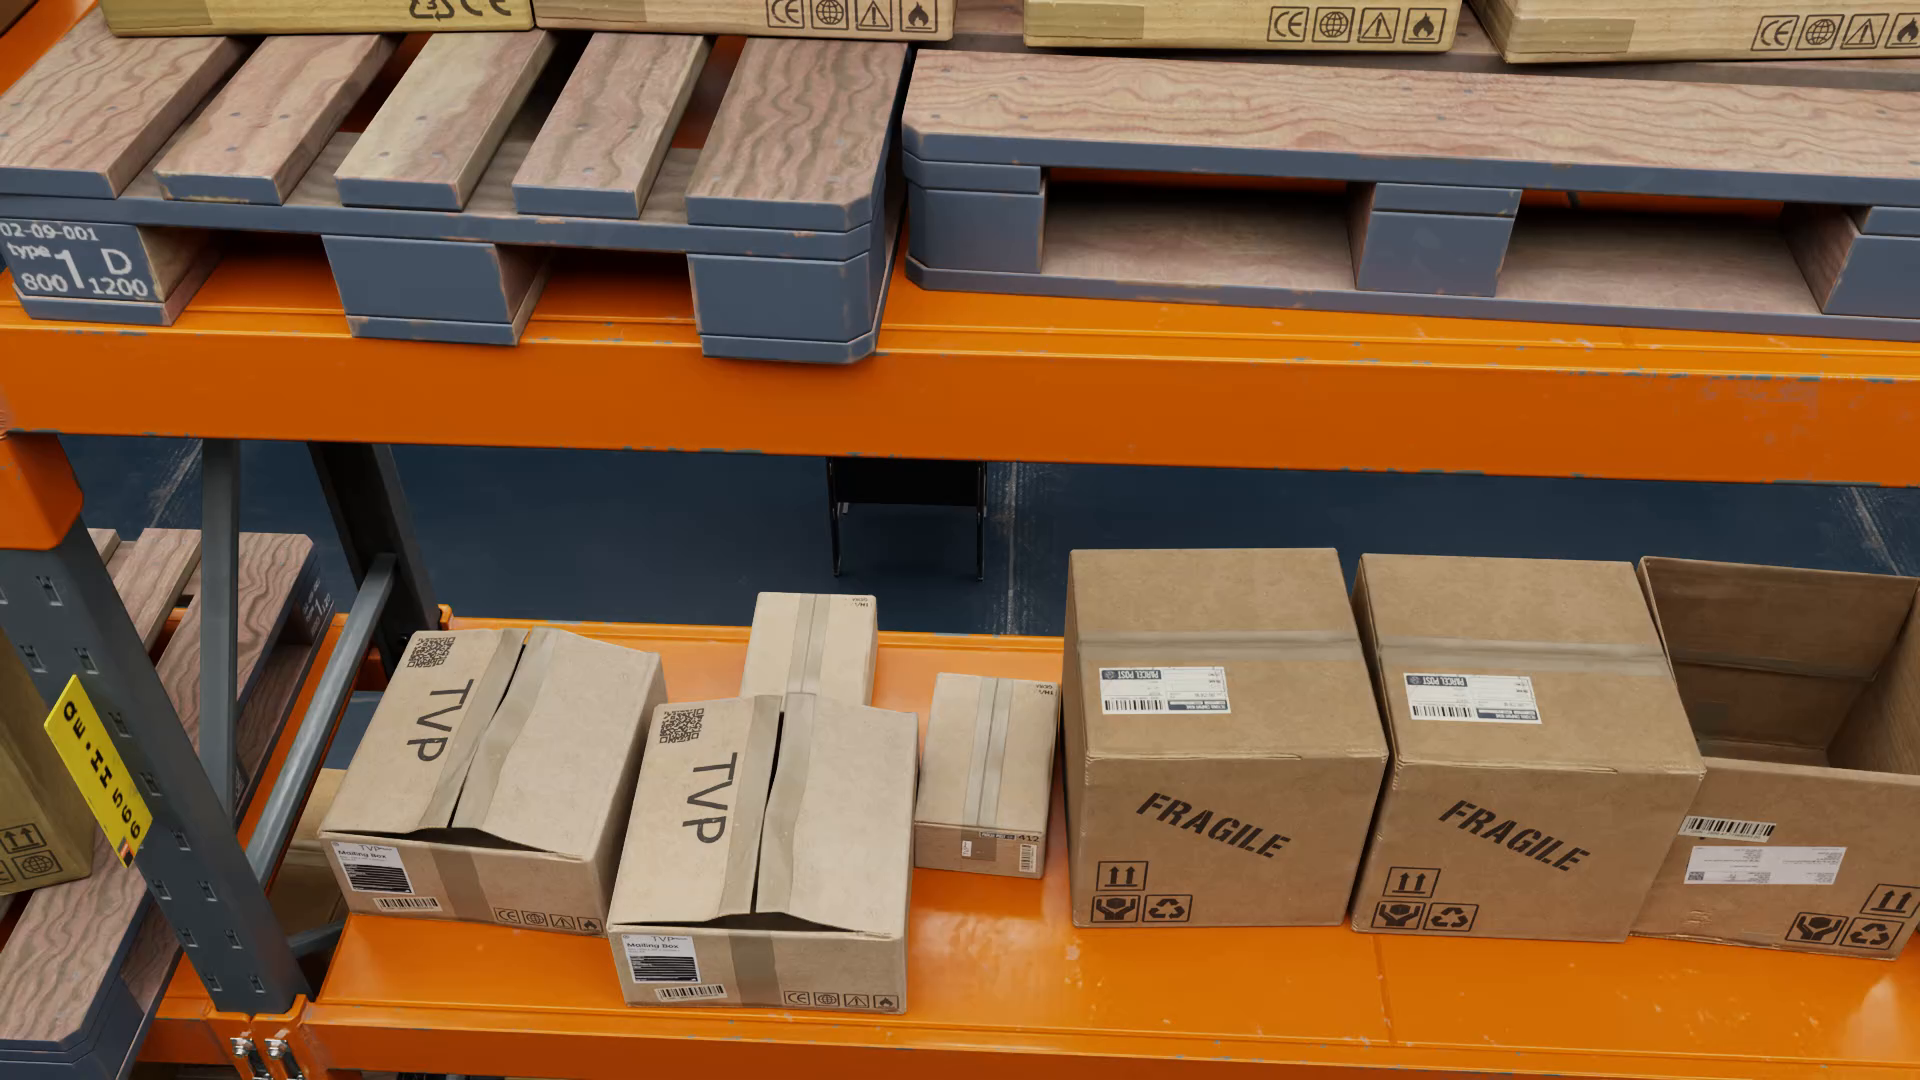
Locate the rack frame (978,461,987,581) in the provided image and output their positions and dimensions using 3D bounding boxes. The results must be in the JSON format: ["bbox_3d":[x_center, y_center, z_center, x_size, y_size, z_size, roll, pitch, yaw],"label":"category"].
[{"bbox_3d":[0.078,-0.766,5.032,0.015,2.100,0.400,2,43,2],"label":"rack frame"}]

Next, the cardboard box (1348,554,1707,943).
[{"bbox_3d":[0.982,0.381,3.067,0.500,0.500,0.500,2,43,2],"label":"cardboard box"}]

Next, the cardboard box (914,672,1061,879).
[{"bbox_3d":[0.055,0.454,3.246,0.250,0.149,0.380,5,43,5],"label":"cardboard box"}]

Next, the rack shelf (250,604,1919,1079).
[{"bbox_3d":[0.777,0.686,3.341,4.000,0.370,1.077,2,43,2],"label":"rack shelf"}]

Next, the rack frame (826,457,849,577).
[{"bbox_3d":[-0.409,-0.781,5.048,0.015,2.100,0.400,2,43,2],"label":"rack frame"}]

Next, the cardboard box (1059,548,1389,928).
[{"bbox_3d":[0.456,0.365,3.084,0.500,0.500,0.500,0,43,0],"label":"cardboard box"}]

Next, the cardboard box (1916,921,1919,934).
[{"bbox_3d":[1.888,0.631,2.970,0.258,0.266,0.396,1,43,1],"label":"cardboard box"}]

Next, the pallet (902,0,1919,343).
[{"bbox_3d":[0.578,-0.675,2.212,1.213,0.211,1.003,4,43,4],"label":"pallet"}]

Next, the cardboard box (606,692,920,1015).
[{"bbox_3d":[-0.336,0.553,3.021,0.500,0.311,0.500,1,43,1],"label":"cardboard box"}]

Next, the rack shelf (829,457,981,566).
[{"bbox_3d":[-0.165,-0.251,5.526,0.480,0.518,0.431,2,43,2],"label":"rack shelf"}]

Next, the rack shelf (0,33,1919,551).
[{"bbox_3d":[0.777,-0.412,2.319,4.000,0.370,1.077,2,43,2],"label":"rack shelf"}]

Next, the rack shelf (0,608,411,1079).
[{"bbox_3d":[-3.219,0.563,3.473,4.000,0.370,1.077,2,43,2],"label":"rack shelf"}]

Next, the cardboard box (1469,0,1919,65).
[{"bbox_3d":[0.868,-0.813,2.023,0.500,0.250,0.500,-2,43,-2],"label":"cardboard box"}]

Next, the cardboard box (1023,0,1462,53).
[{"bbox_3d":[0.330,-0.831,2.042,0.500,0.250,0.500,1,43,1],"label":"cardboard box"}]

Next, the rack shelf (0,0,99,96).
[{"bbox_3d":[-3.219,-0.535,2.450,4.000,0.370,1.077,2,43,2],"label":"rack shelf"}]

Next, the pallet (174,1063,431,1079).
[{"bbox_3d":[-1.965,1.333,4.164,1.213,0.211,1.003,2,43,2],"label":"pallet"}]

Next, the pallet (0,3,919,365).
[{"bbox_3d":[-0.539,-0.707,2.247,1.003,0.211,1.213,4,43,4],"label":"pallet"}]

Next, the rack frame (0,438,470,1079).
[{"bbox_3d":[-1.221,0.361,3.162,0.127,3.000,1.000,2,43,2],"label":"rack frame"}]

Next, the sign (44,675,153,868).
[{"bbox_3d":[-1.236,0.336,2.397,0.005,0.325,0.100,2,43,2],"label":"sign"}]

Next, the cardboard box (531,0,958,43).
[{"bbox_3d":[-0.241,-0.856,2.069,0.500,0.250,0.500,3,43,3],"label":"cardboard box"}]

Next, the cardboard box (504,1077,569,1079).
[{"bbox_3d":[-0.711,1.224,3.533,0.500,0.311,0.500,3,43,3],"label":"cardboard box"}]

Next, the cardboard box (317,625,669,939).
[{"bbox_3d":[-0.860,0.435,3.148,0.500,0.311,0.500,4,43,5],"label":"cardboard box"}]

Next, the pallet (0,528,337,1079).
[{"bbox_3d":[-1.901,0.458,3.198,1.003,0.211,1.213,2,43,2],"label":"pallet"}]

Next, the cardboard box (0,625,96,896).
[{"bbox_3d":[-1.855,0.228,2.923,0.500,0.500,0.700,-12,44,-12],"label":"cardboard box"}]

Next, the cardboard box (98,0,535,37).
[{"bbox_3d":[-0.765,-0.860,2.073,0.500,0.250,0.500,-1,43,-1],"label":"cardboard box"}]

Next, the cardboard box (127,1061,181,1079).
[{"bbox_3d":[-2.166,1.246,3.723,0.500,0.500,0.500,3,43,4],"label":"cardboard box"}]

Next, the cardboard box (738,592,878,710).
[{"bbox_3d":[-0.310,0.293,3.420,0.250,0.149,0.380,2,43,2],"label":"cardboard box"}]

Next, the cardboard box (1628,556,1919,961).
[{"bbox_3d":[1.482,0.397,3.050,0.500,0.500,0.500,5,43,5],"label":"cardboard box"}]

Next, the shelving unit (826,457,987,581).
[{"bbox_3d":[-0.165,-0.773,5.040,0.503,2.100,0.431,2,43,2],"label":"shelving unit"}]

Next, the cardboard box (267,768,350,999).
[{"bbox_3d":[-1.663,0.906,4.088,0.500,0.500,0.500,3,43,4],"label":"cardboard box"}]
